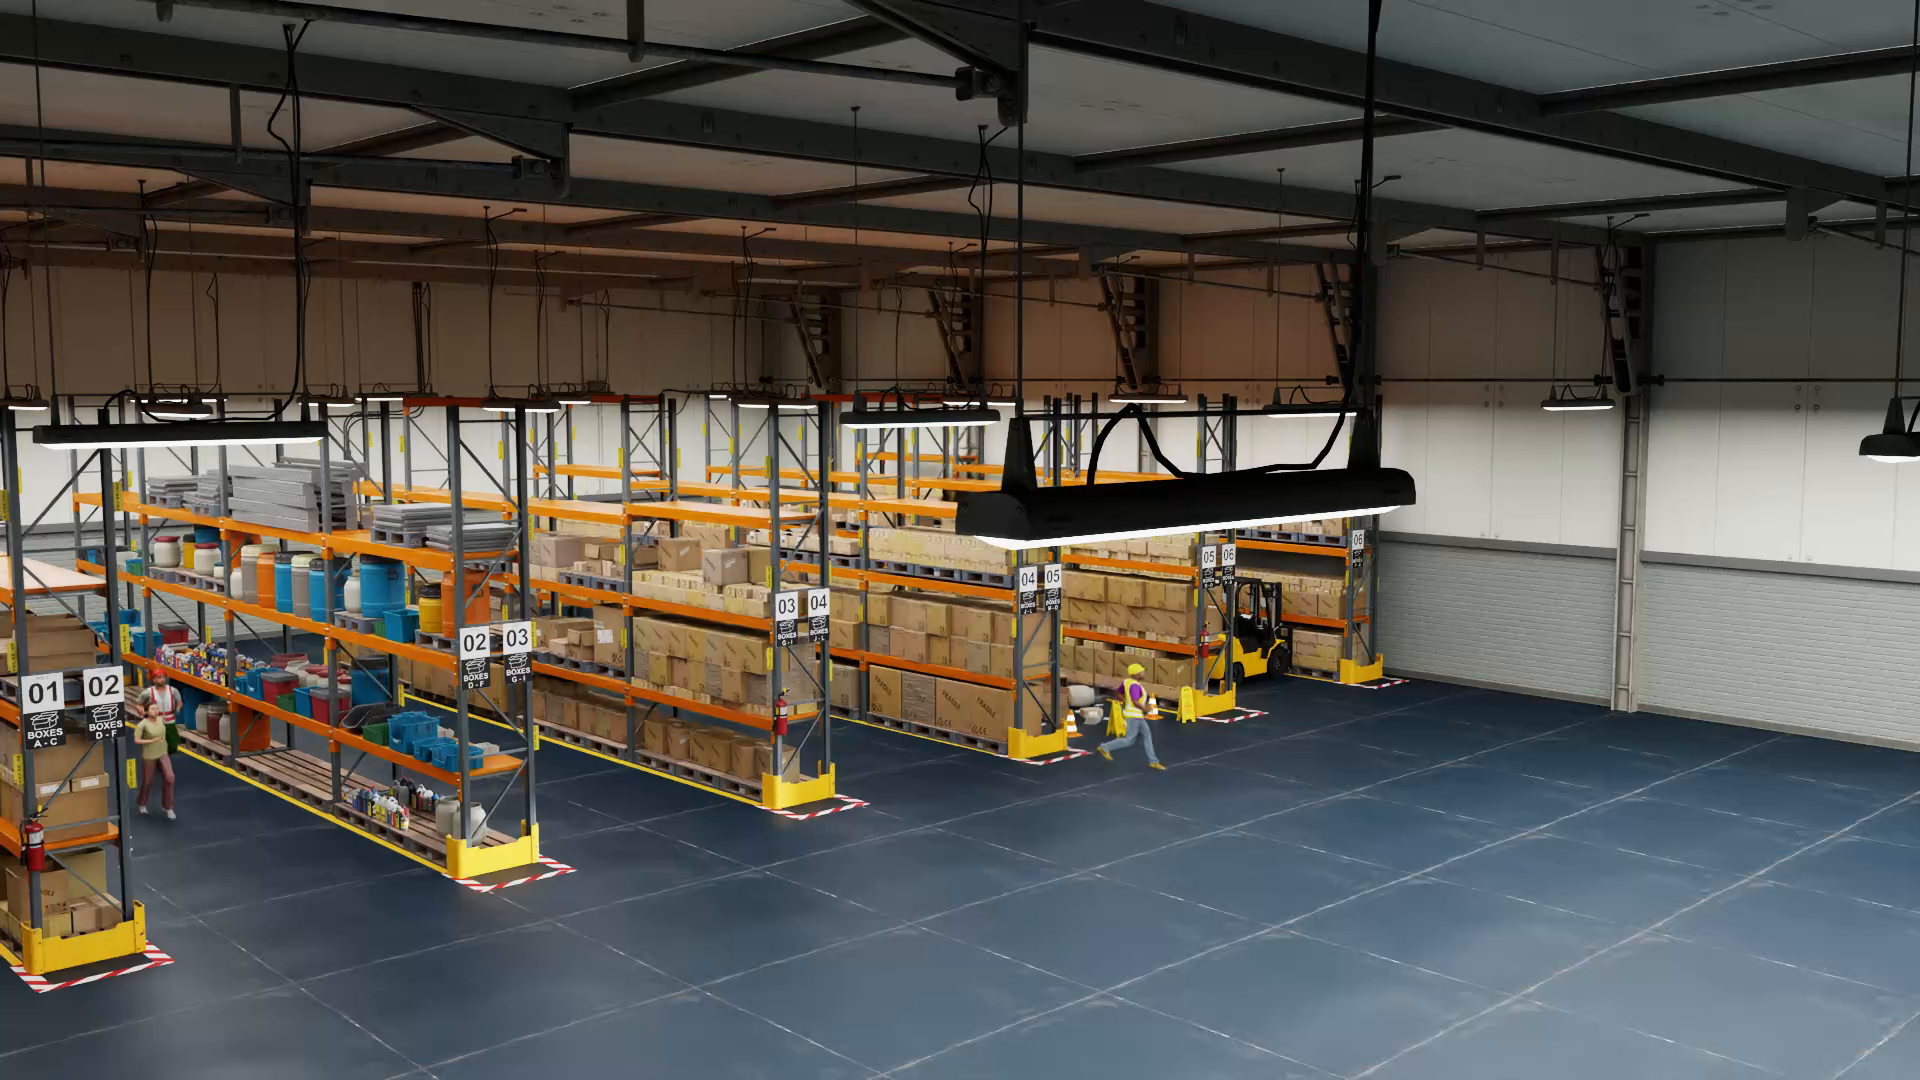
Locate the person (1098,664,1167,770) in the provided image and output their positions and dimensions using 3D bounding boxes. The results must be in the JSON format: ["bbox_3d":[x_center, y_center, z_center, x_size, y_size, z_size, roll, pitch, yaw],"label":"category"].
[{"bbox_3d":[2.795,2.875,26.856,1.139,1.763,0.666,0,6,3],"label":"person"}]

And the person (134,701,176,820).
[{"bbox_3d":[-11.673,3.175,24.028,0.758,1.725,0.591,4,7,35],"label":"person"}]

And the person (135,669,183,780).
[{"bbox_3d":[-12.669,2.912,26.377,0.676,1.754,0.825,-5,7,-41],"label":"person"}]

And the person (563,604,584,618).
[{"bbox_3d":[-9.487,1.583,41.246,0.522,1.554,0.598,4,7,38],"label":"person"}]
